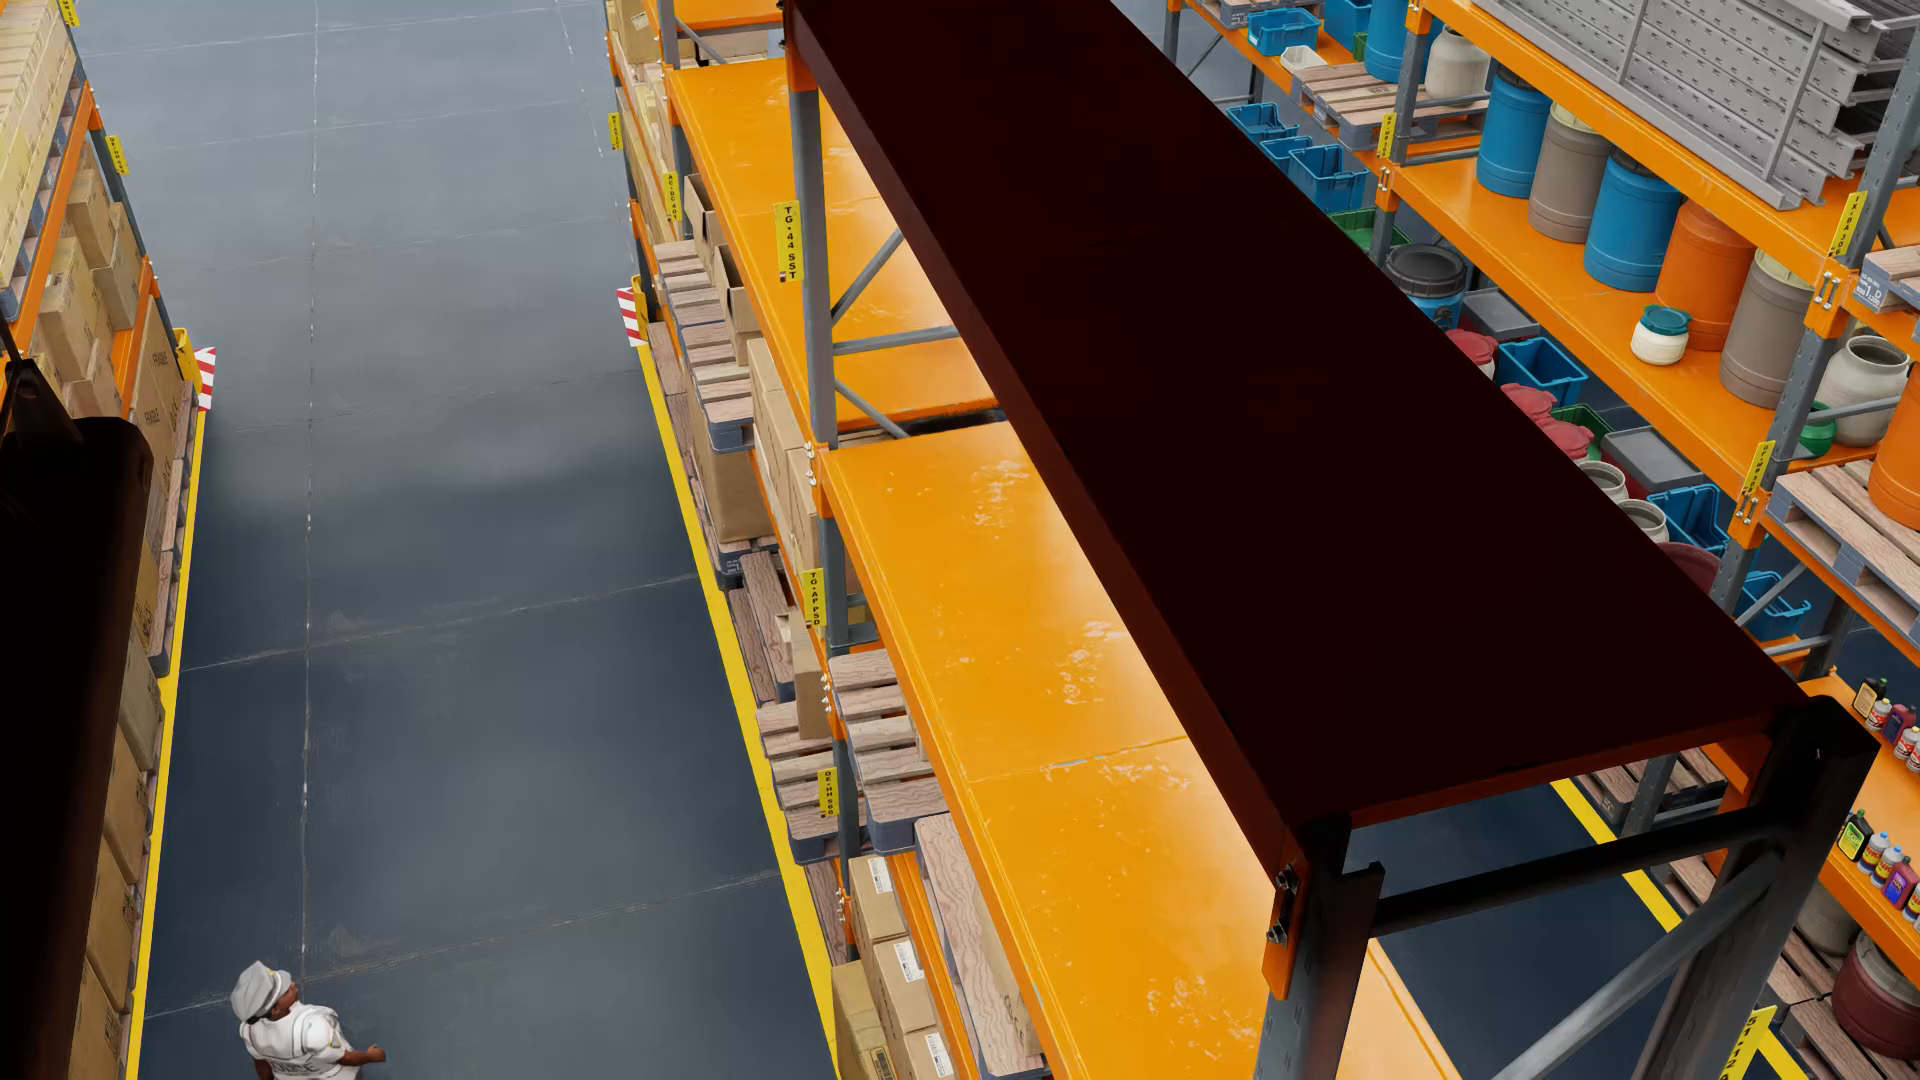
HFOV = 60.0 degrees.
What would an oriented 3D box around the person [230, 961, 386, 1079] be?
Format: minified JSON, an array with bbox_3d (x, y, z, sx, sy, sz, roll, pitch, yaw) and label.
[{"bbox_3d":[-3.042,2.555,7.909,0.557,1.648,0.928,-7,39,-9],"label":"person"}]
